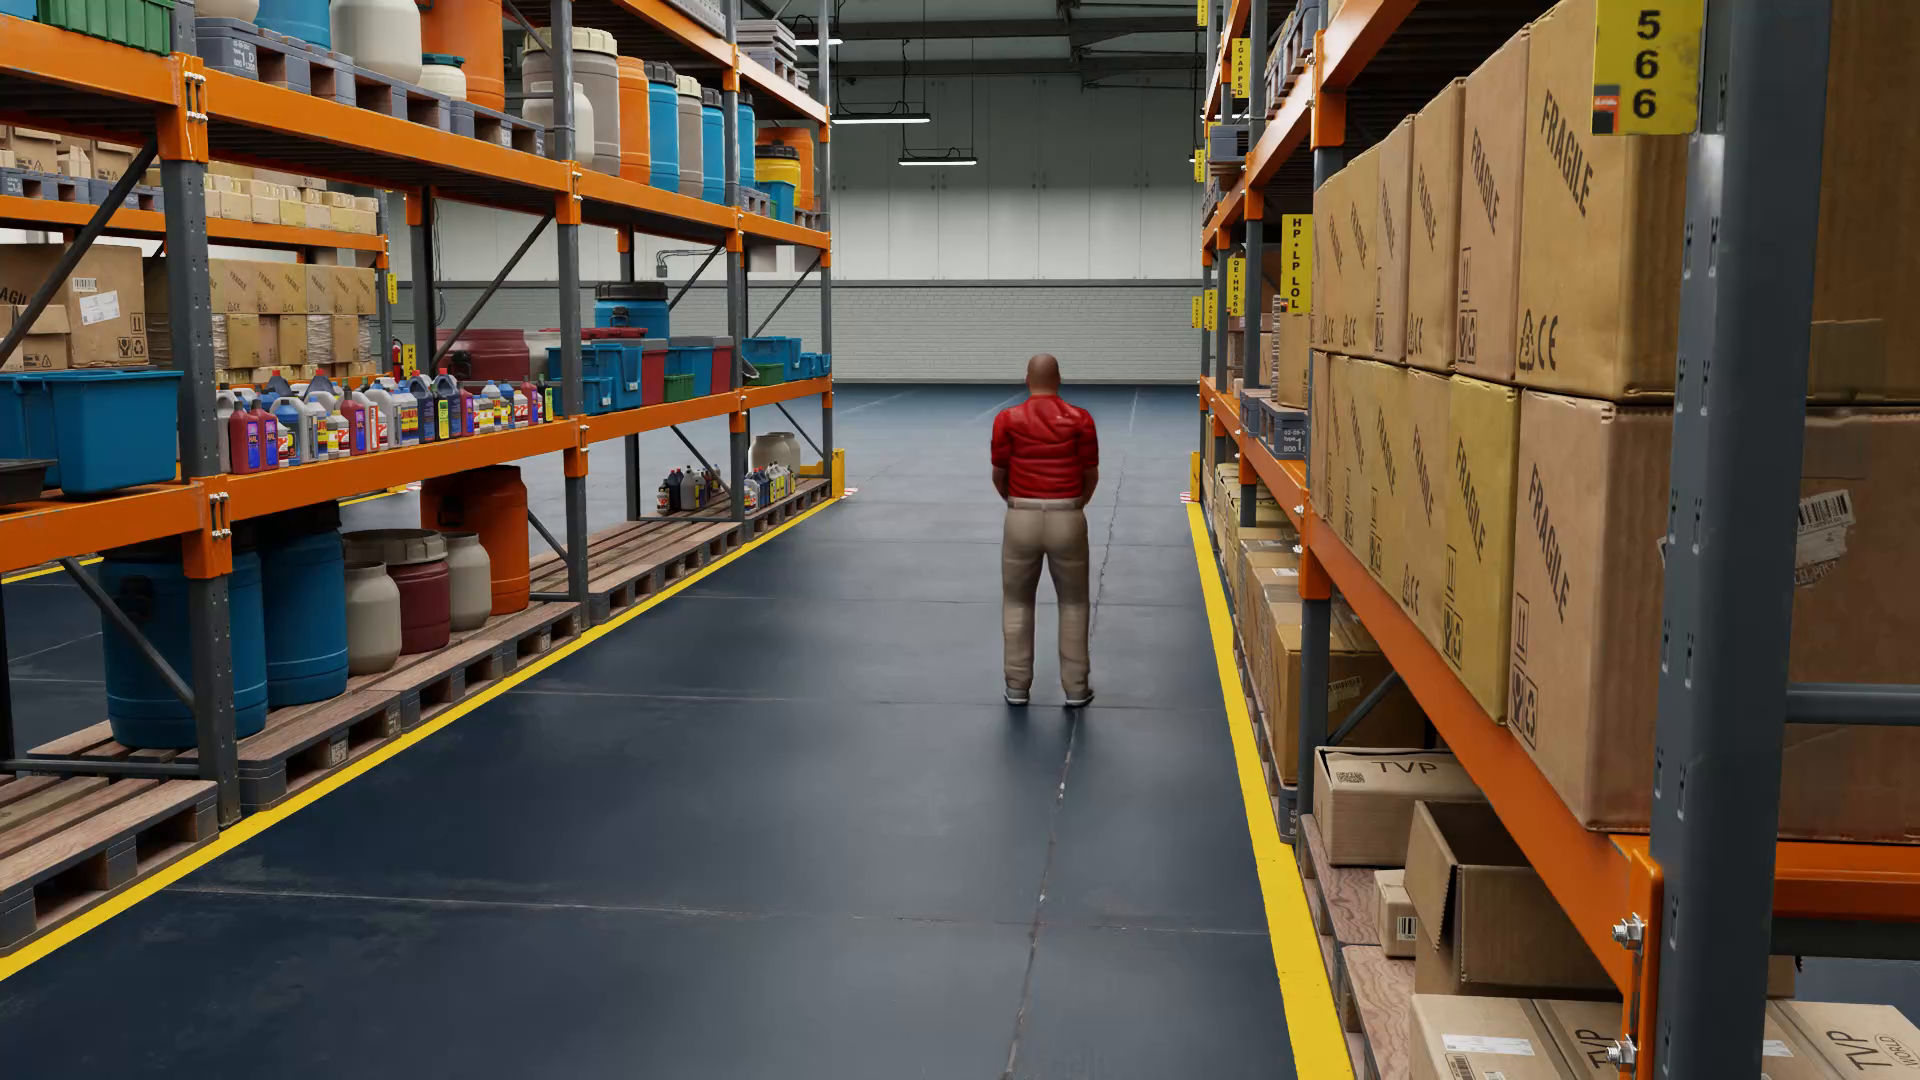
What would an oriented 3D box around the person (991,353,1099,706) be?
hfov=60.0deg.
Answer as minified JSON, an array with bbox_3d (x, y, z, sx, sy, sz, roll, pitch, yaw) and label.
[{"bbox_3d":[0.423,-0.058,8.264,0.527,1.732,0.496,1,8,6],"label":"person"}]
